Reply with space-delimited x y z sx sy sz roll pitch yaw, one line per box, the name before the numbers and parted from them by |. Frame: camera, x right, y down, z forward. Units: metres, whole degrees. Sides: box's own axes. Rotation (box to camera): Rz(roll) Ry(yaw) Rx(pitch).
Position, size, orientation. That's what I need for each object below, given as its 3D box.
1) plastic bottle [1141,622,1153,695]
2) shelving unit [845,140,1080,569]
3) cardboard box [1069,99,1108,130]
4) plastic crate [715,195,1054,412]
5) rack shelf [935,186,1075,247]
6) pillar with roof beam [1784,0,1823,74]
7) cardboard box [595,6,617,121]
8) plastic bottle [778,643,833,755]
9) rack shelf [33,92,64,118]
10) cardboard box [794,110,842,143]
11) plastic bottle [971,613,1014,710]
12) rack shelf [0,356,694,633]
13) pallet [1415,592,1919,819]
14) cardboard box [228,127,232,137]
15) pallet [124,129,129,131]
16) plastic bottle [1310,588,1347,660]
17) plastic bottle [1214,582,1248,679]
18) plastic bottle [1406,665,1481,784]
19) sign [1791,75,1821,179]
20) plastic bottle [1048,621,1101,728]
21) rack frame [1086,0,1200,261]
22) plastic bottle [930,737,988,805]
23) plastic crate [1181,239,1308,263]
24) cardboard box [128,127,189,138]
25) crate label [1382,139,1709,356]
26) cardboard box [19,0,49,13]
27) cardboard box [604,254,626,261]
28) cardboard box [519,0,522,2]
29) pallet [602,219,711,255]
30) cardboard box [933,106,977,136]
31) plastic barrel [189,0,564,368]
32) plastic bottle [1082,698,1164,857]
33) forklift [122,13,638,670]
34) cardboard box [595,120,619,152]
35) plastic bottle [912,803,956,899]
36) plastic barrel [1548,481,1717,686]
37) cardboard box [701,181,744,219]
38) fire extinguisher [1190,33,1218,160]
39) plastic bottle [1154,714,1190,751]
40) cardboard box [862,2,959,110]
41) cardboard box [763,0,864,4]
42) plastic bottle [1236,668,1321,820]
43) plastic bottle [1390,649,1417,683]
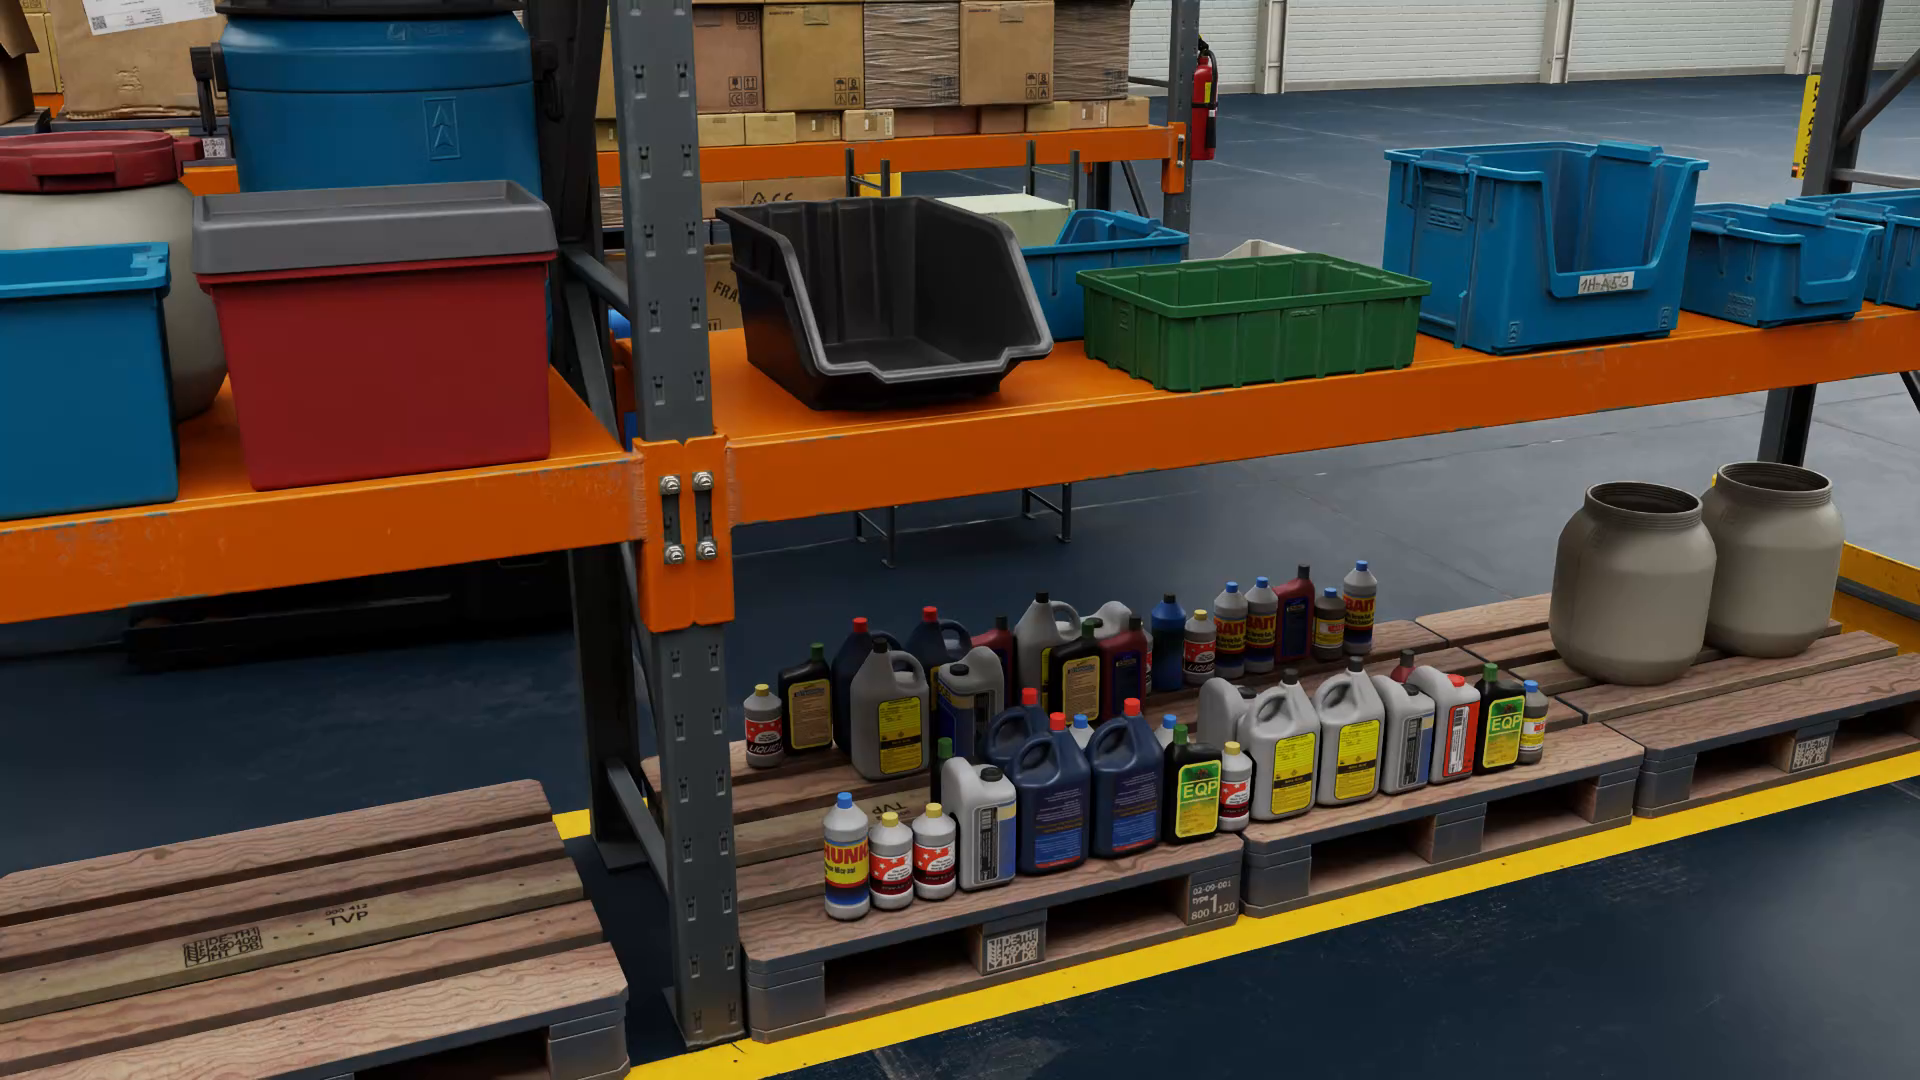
plastic bottle | 0.488 0.324 4.636 0.097 0.201 0.097 0 19 0
shelving unit | 0.006 -0.708 6.275 0.755 1.500 0.431 -8 21 -22
cardboard box | 0.591 -2.289 8.884 0.250 0.149 0.380 -8 21 -22
plastic crate | -0.179 -0.505 3.532 0.504 0.338 0.767 -8 21 -22
rack shelf | 0.006 -1.076 6.146 0.720 0.370 0.431 -8 21 -22
pillar with roof beam | 17.852 -11.933 26.863 0.400 9.000 9.100 -8 21 -22
cardboard box | -1.761 -2.297 7.931 0.500 0.500 0.875 -8 21 -22
plastic bottle | -0.399 0.406 4.280 0.133 0.283 0.061 -7 21 -19
rack shelf | -6.380 -2.938 11.432 4.000 0.370 1.077 -8 21 -22
cardboard box | -0.772 -2.080 8.292 0.250 0.149 0.380 -8 21 -22
plastic bottle | 0.077 0.338 4.473 0.133 0.283 0.061 -7 20 -18
rack shelf | -2.546 0.099 2.808 4.000 0.370 1.077 -8 21 -22
pallet | 2.164 0.415 5.026 1.213 0.211 1.003 -8 21 -22
cardboard box | -5.078 -2.568 12.053 0.750 0.750 1.050 -8 21 -22
pallet | -10.350 -4.964 20.301 1.213 0.211 1.003 -8 21 -22
plastic bottle | 1.080 0.240 4.876 0.097 0.201 0.097 0 19 0
plastic bottle | 0.768 0.251 4.738 0.097 0.271 0.097 0 19 0
plastic bottle | 1.208 0.447 4.174 0.135 0.276 0.152 -8 21 -22
sign | 2.749 -1.329 5.363 0.005 0.325 0.100 -8 21 -22
plastic bottle | 0.304 0.358 4.418 0.133 0.283 0.061 -8 21 -22
rack frame | 1.001 -2.540 9.220 0.127 3.000 1.000 -8 21 -22
plastic bottle | 0.000 0.578 3.790 0.133 0.283 0.061 -8 21 -22
plastic crate | 0.681 -0.670 4.306 0.437 0.136 0.530 -8 21 -22
cardboard box | -7.736 -3.829 16.206 0.625 0.372 0.950 -7 21 -19
crate label | 1.380 -0.722 4.003 0.616 0.435 0.502 -8 21 -22
cardboard box | -6.397 -3.791 11.116 0.500 0.500 0.700 -8 21 -22
cardboard box | -1.766 -1.151 8.407 0.500 0.500 0.500 -2 19 -5
cardboard box | -2.158 -2.655 7.442 0.500 0.500 0.500 -8 21 -22
pallet | -2.692 -2.463 13.198 1.213 0.211 1.003 -8 21 -22
cardboard box | -0.099 -2.192 8.608 0.250 0.149 0.380 -8 21 -22
plastic barrel | -1.185 -0.782 3.471 0.708 0.901 0.600 -8 21 -22
plastic bottle | 0.369 0.534 3.816 0.185 0.351 0.144 -9 21 -24
forklift | -2.446 -1.160 5.402 3.031 2.935 1.130 -5 20 -14
cardboard box | -1.676 -1.938 7.889 0.250 0.149 0.380 -8 21 -22
plastic bottle | -0.057 0.674 3.643 0.097 0.201 0.097 0 19 0
plastic barrel | 1.929 0.121 4.775 0.421 0.512 0.421 0 19 0
cardboard box | -2.274 -3.036 13.196 0.875 0.875 0.875 -9 21 -23
fire extinguisher | 1.289 -2.378 8.877 0.183 0.674 0.296 -8 21 -22
plastic bottle | 0.489 0.540 3.916 0.097 0.271 0.097 0 19 0
cardboard box | -0.403 -2.509 8.533 0.500 0.500 0.875 -8 21 -22
cardboard box | -0.785 -2.856 8.013 0.500 0.500 0.500 -8 21 -22
plastic bottle | 0.759 0.478 3.975 0.185 0.351 0.144 -8 21 -22
plastic bottle | 1.165 0.411 4.264 0.133 0.283 0.061 -8 21 -22
